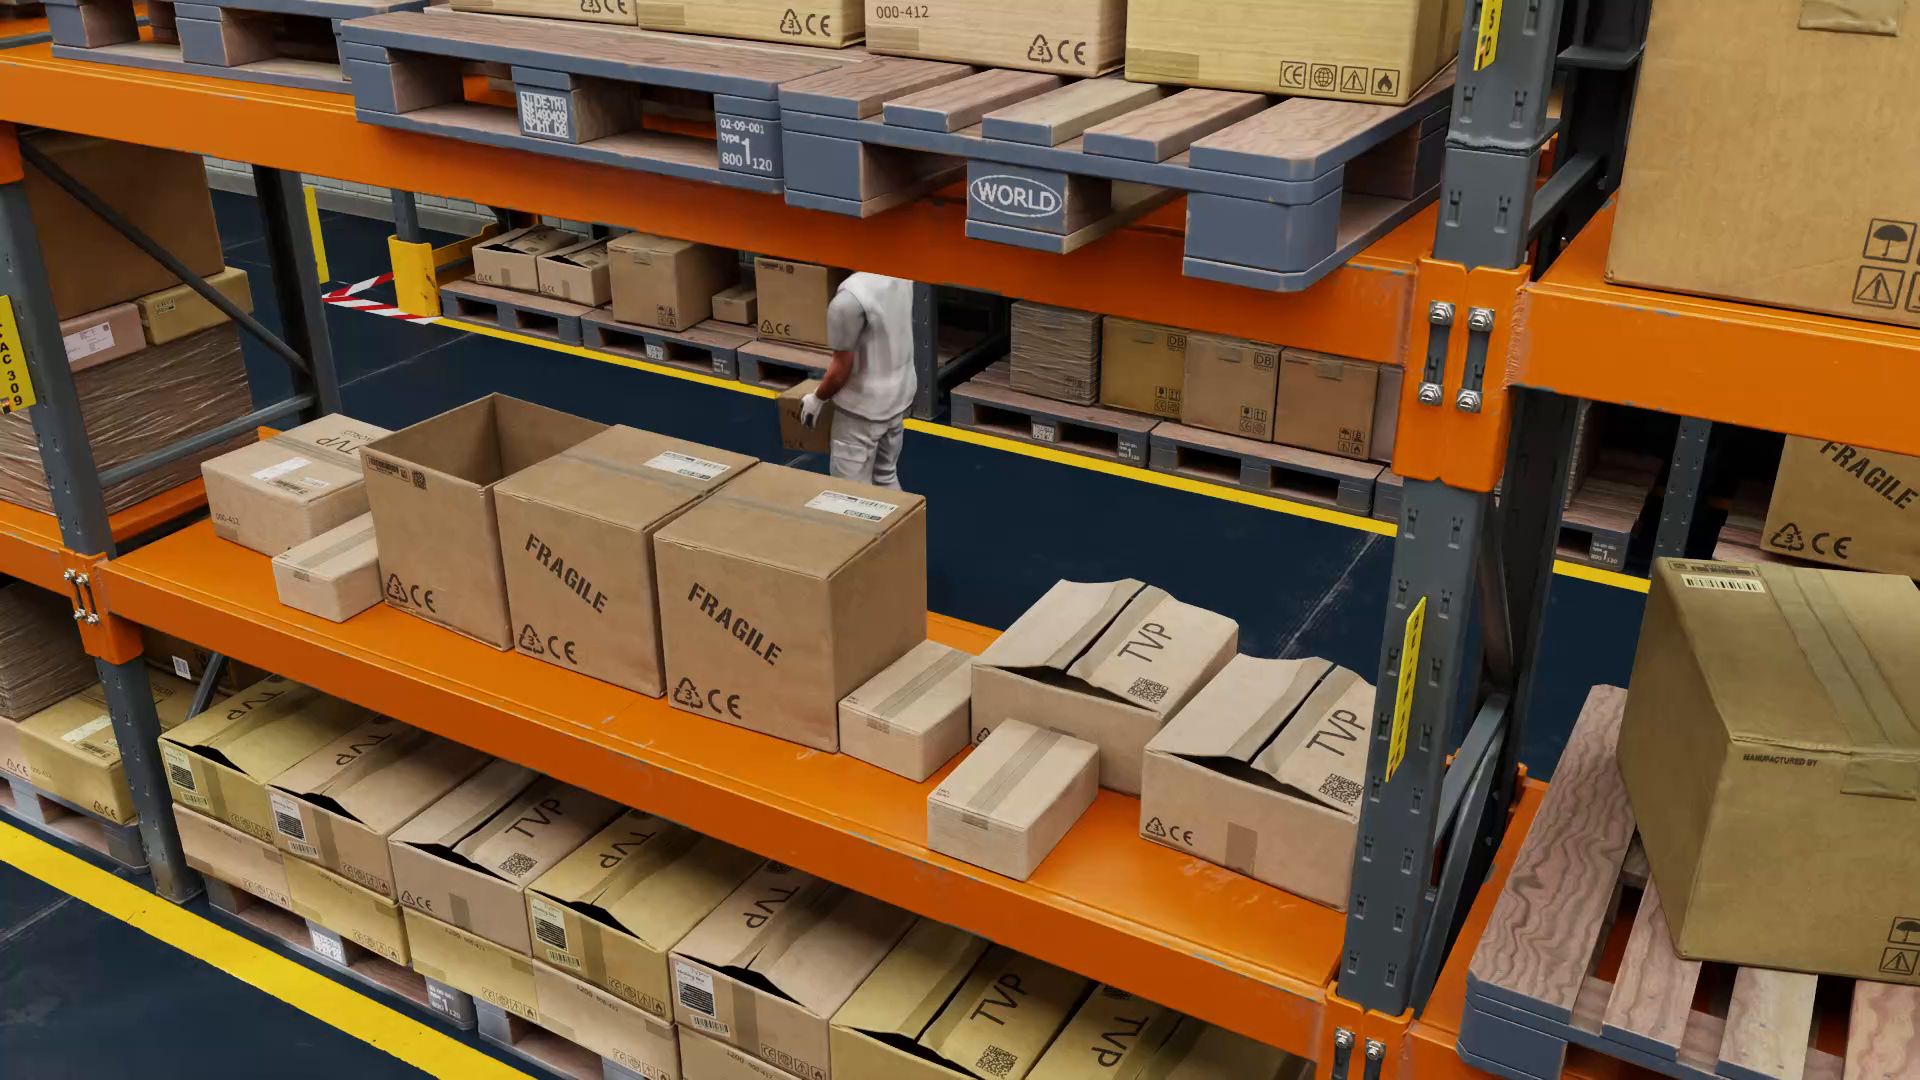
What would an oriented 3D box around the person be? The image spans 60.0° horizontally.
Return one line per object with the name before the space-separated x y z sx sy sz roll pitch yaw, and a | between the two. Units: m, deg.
person | -0.432 -0.603 7.305 0.449 1.791 0.537 13 29 25
